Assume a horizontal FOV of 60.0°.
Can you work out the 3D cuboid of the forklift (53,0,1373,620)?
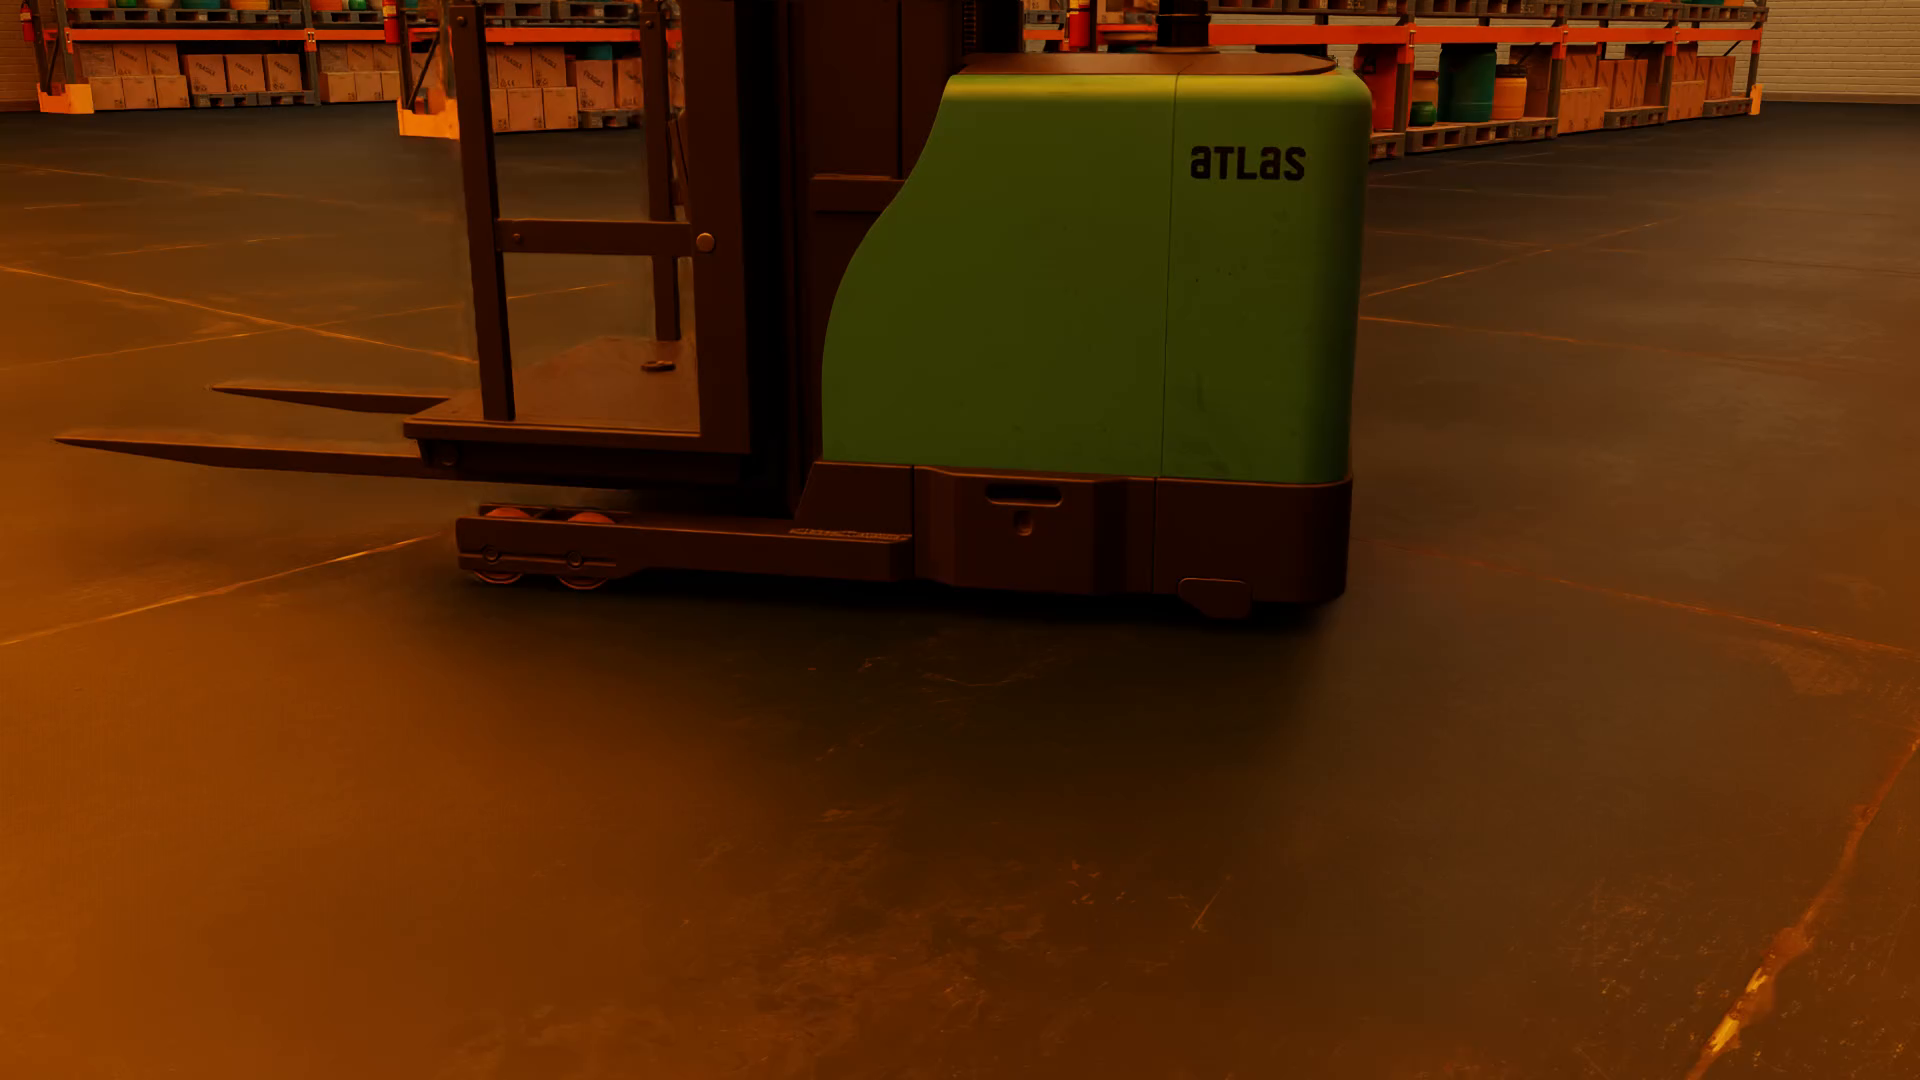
[{"bbox_3d":[-0.623,-1.440,3.638,3.031,2.935,1.130,3,17,11],"label":"forklift"}]
